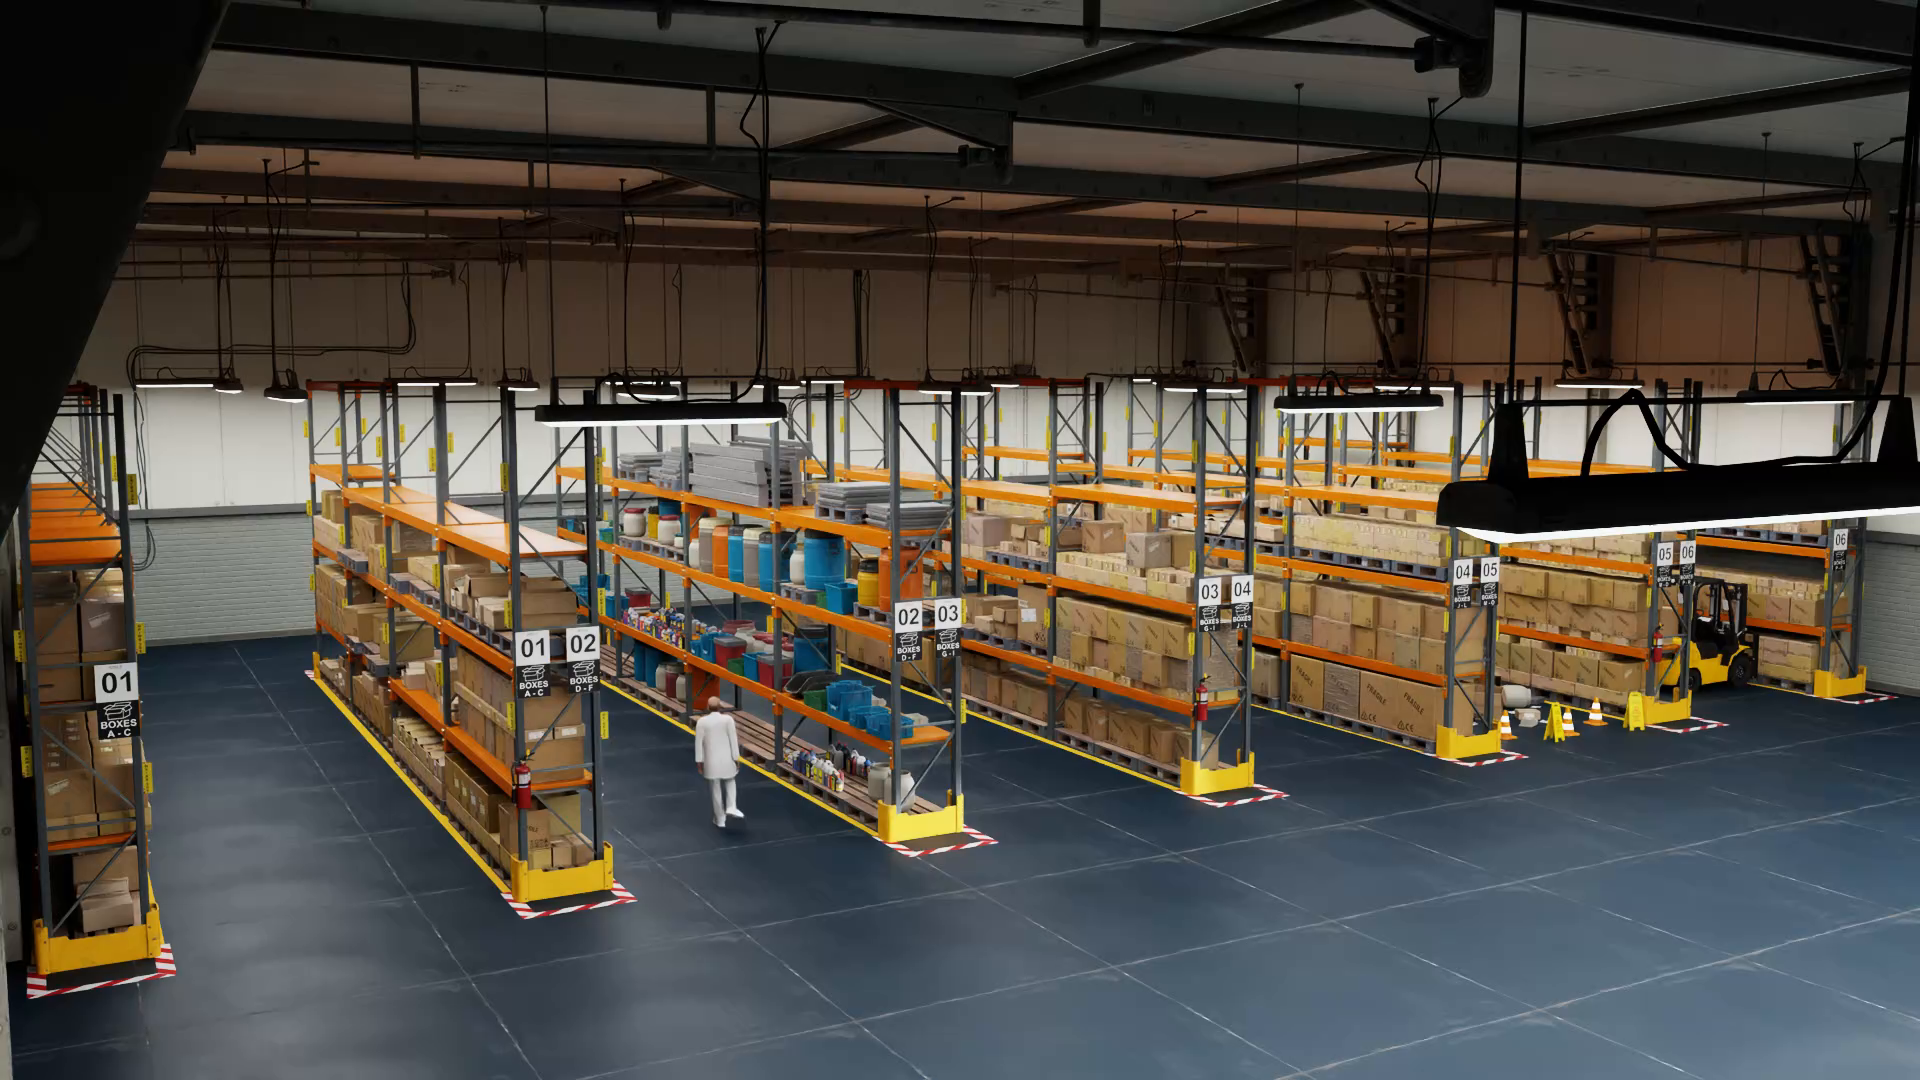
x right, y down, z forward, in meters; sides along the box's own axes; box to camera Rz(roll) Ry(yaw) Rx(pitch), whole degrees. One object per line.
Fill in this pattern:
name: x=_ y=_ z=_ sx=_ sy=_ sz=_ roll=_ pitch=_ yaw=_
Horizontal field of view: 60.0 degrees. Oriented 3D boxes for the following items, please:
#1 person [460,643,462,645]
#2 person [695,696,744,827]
person: x=-9.199 y=2.099 z=31.484 sx=0.597 sy=1.787 sz=0.478 roll=2 pitch=6 yaw=15
person: x=-3.296 y=3.028 z=22.751 sx=0.627 sy=1.770 sz=0.571 roll=-2 pitch=6 yaw=-17
